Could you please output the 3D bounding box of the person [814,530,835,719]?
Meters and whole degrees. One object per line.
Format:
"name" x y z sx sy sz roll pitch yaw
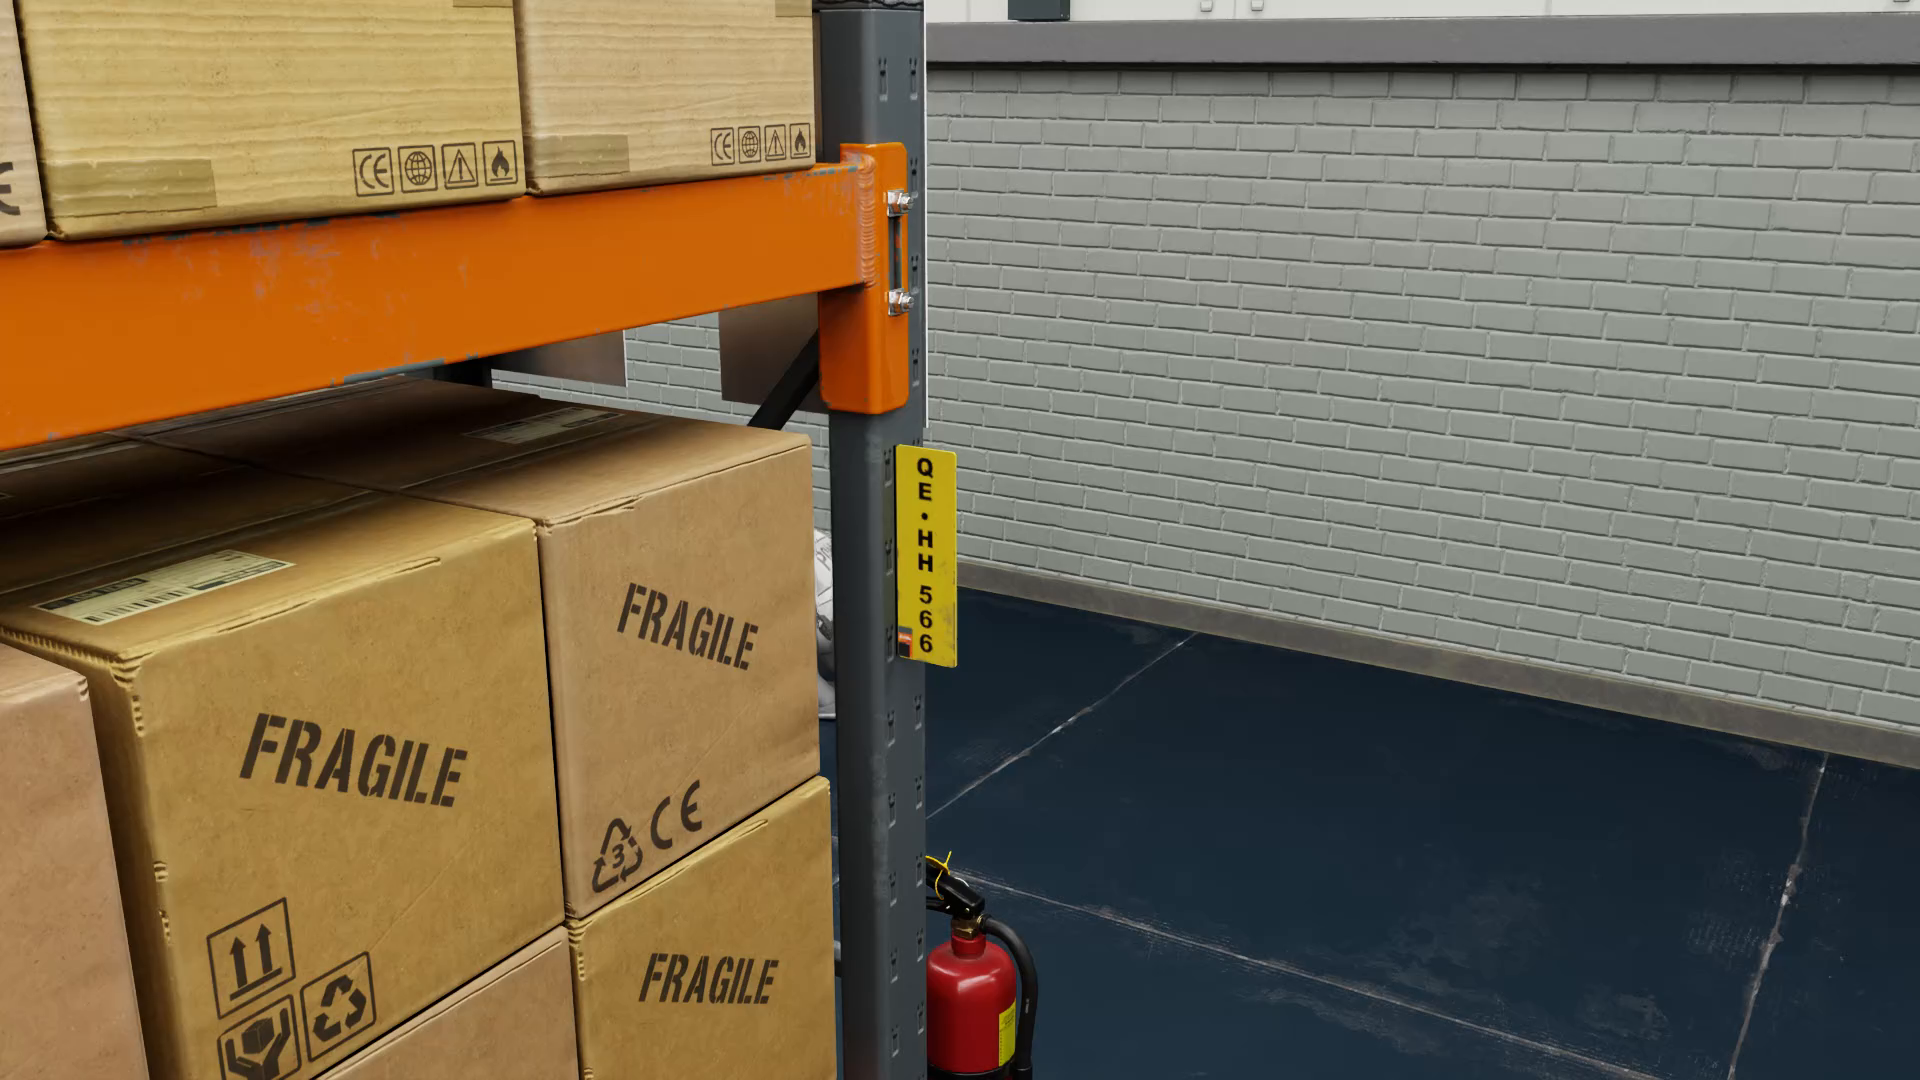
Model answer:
"person" -0.735 0.310 7.729 0.836 0.968 0.483 10 19 30
